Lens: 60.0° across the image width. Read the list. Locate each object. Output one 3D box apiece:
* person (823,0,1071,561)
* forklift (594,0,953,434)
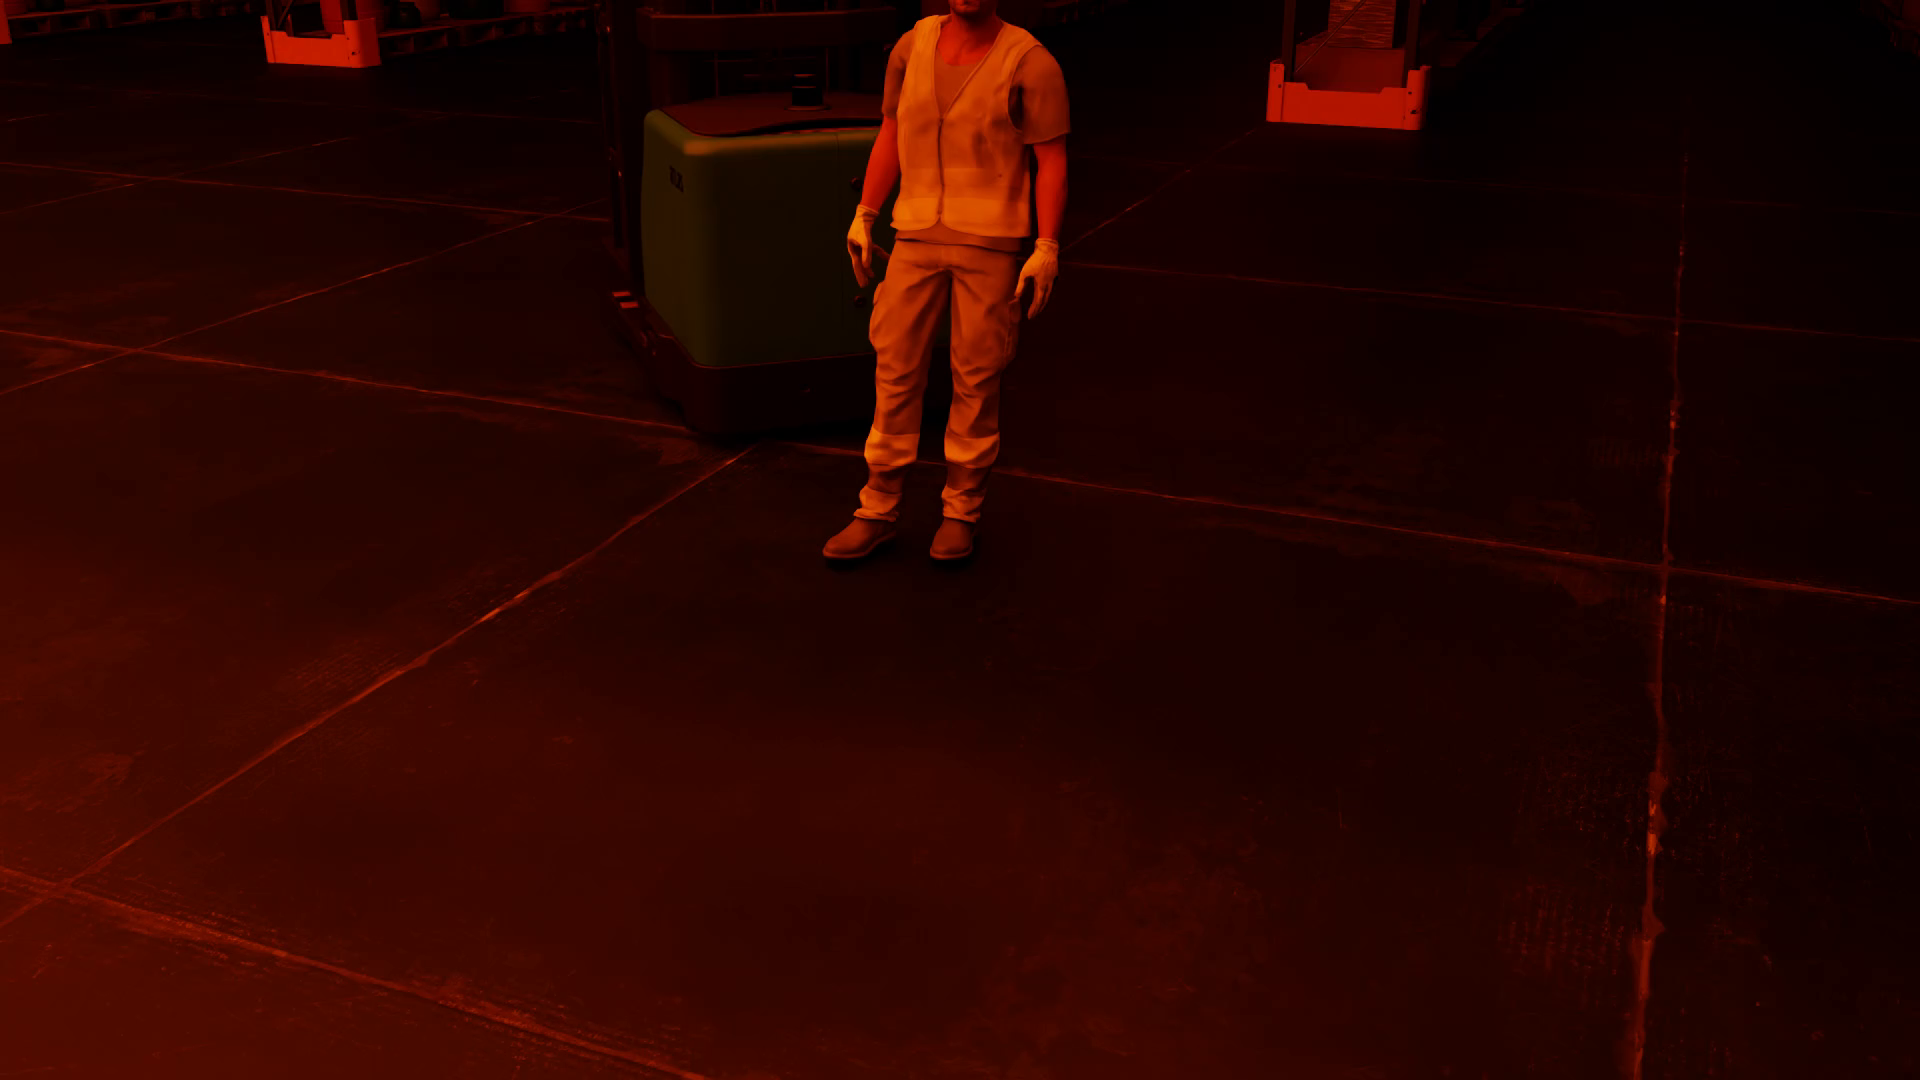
[{"bbox_3d":[-0.041,-0.804,4.679,0.638,1.789,0.560,9,24,21],"label":"person"},{"bbox_3d":[-0.923,-2.261,6.701,1.130,2.935,3.031,-8,24,-19],"label":"forklift"}]
